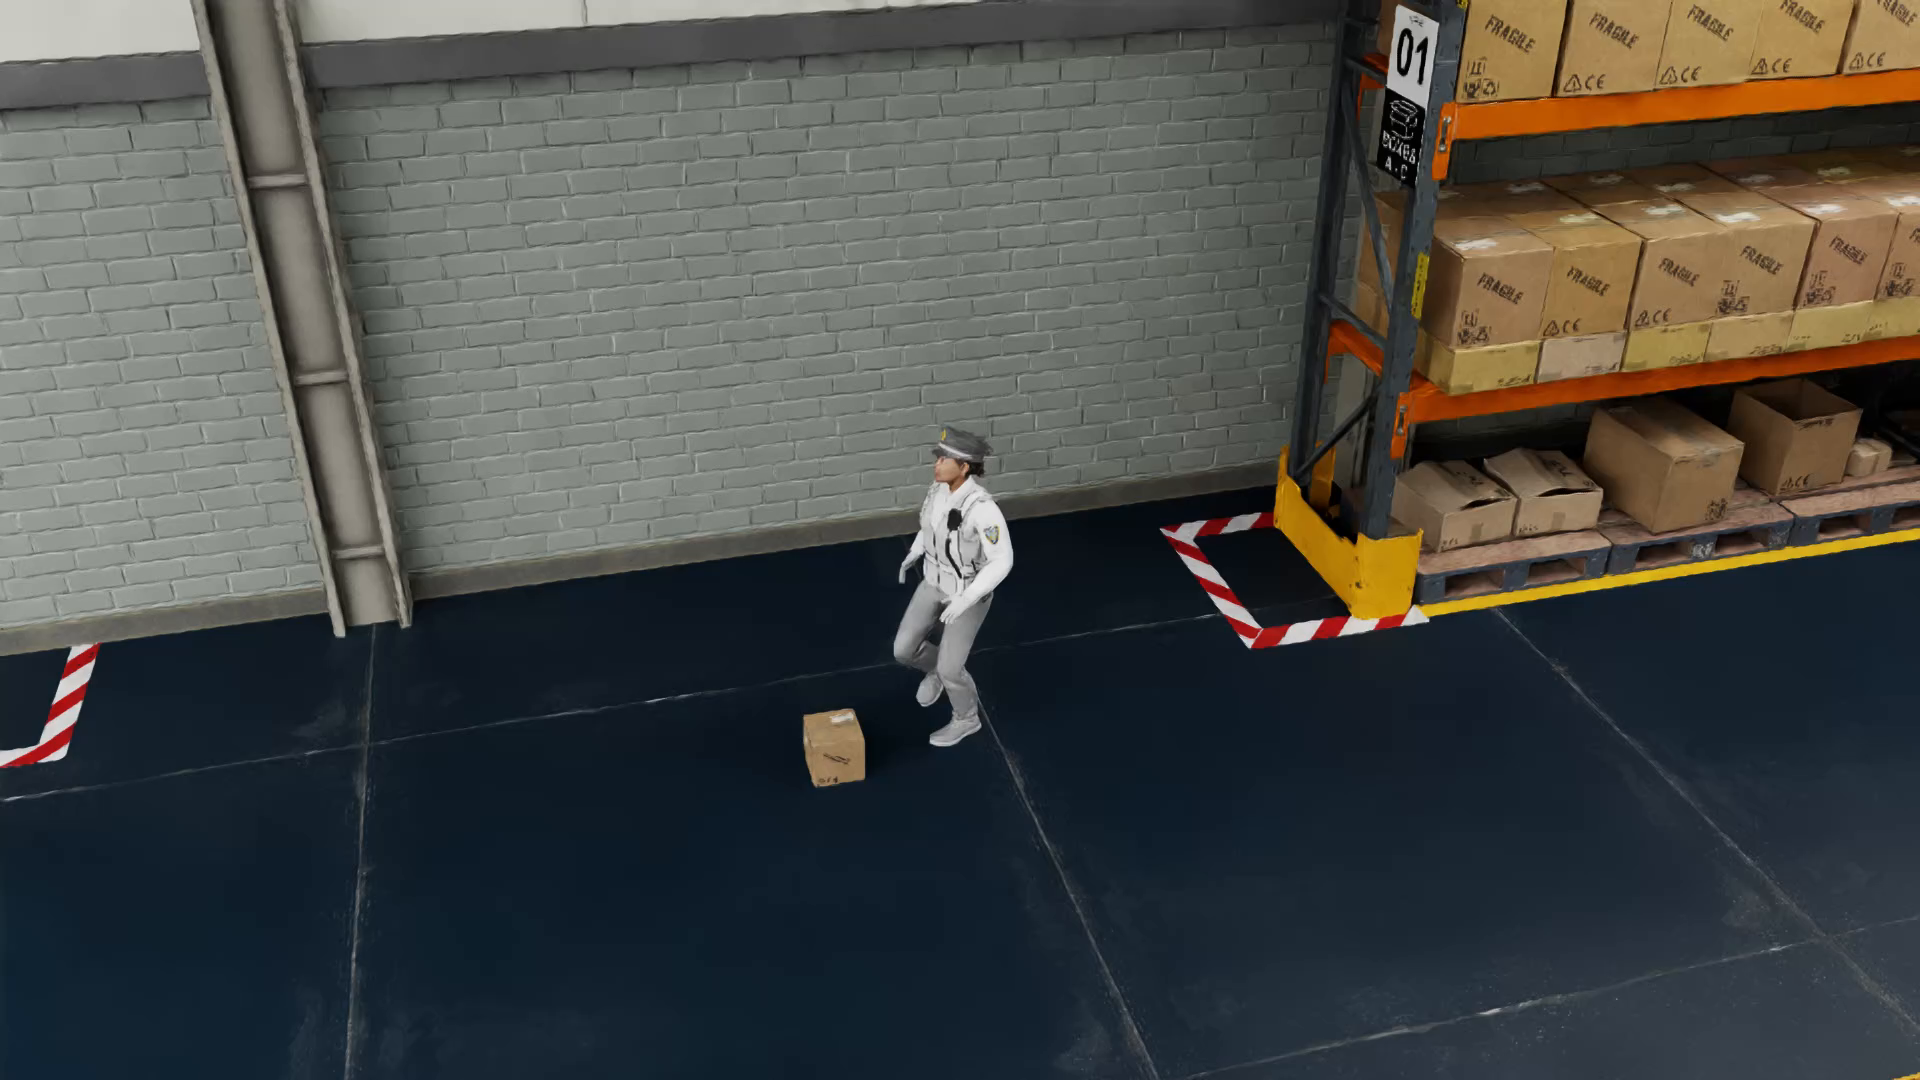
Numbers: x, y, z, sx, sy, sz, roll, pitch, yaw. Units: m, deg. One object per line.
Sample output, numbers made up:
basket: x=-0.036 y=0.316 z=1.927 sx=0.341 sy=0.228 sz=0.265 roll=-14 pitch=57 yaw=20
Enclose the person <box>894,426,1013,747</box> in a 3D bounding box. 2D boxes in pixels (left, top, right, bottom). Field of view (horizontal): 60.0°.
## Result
person: x=-0.040 y=0.246 z=7.823 sx=0.465 sy=1.667 sz=0.661 roll=-25 pitch=39 yaw=-36
